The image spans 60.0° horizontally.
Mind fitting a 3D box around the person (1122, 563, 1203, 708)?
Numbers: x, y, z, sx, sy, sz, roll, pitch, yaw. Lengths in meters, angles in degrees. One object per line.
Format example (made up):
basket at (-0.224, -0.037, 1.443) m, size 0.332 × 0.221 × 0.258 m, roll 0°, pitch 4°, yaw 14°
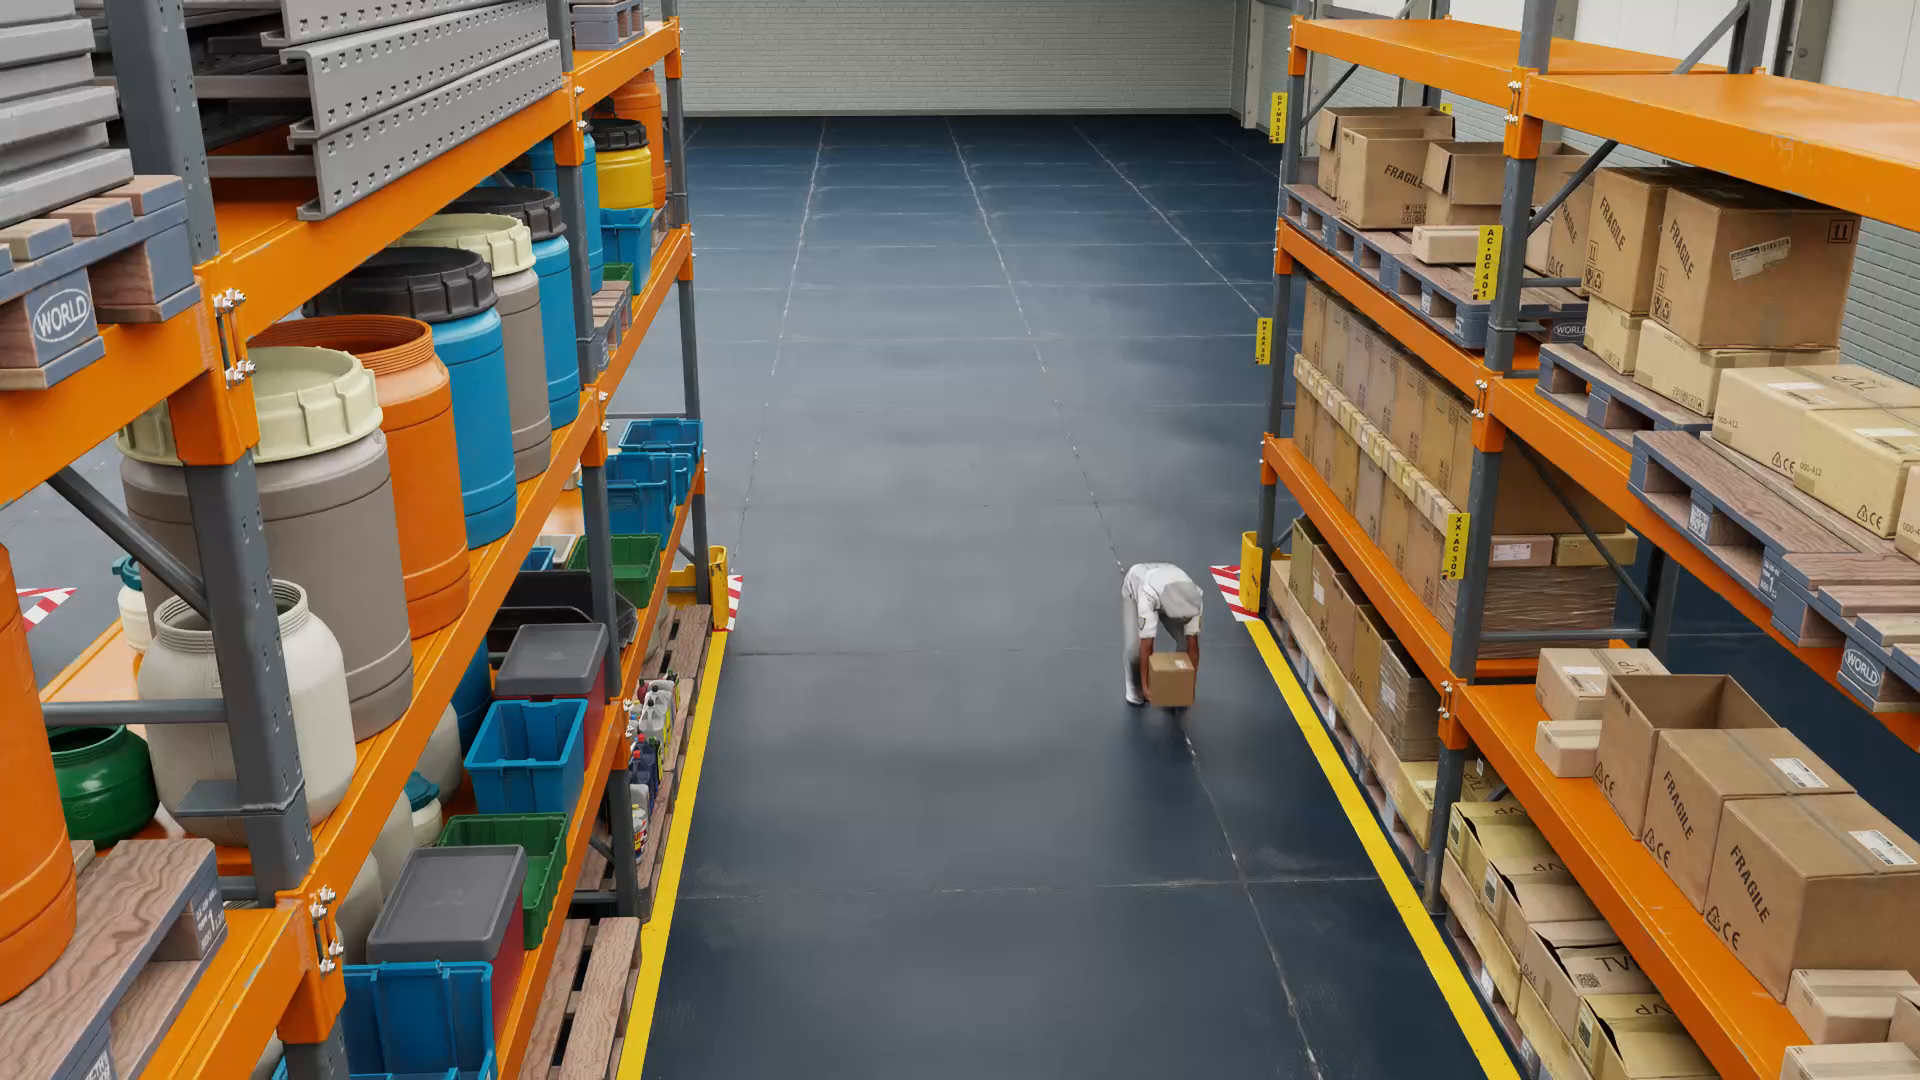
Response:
person at (1.269, 0.607, 10.418) m, size 0.455 × 0.993 × 0.930 m, roll -2°, pitch 21°, yaw -6°
